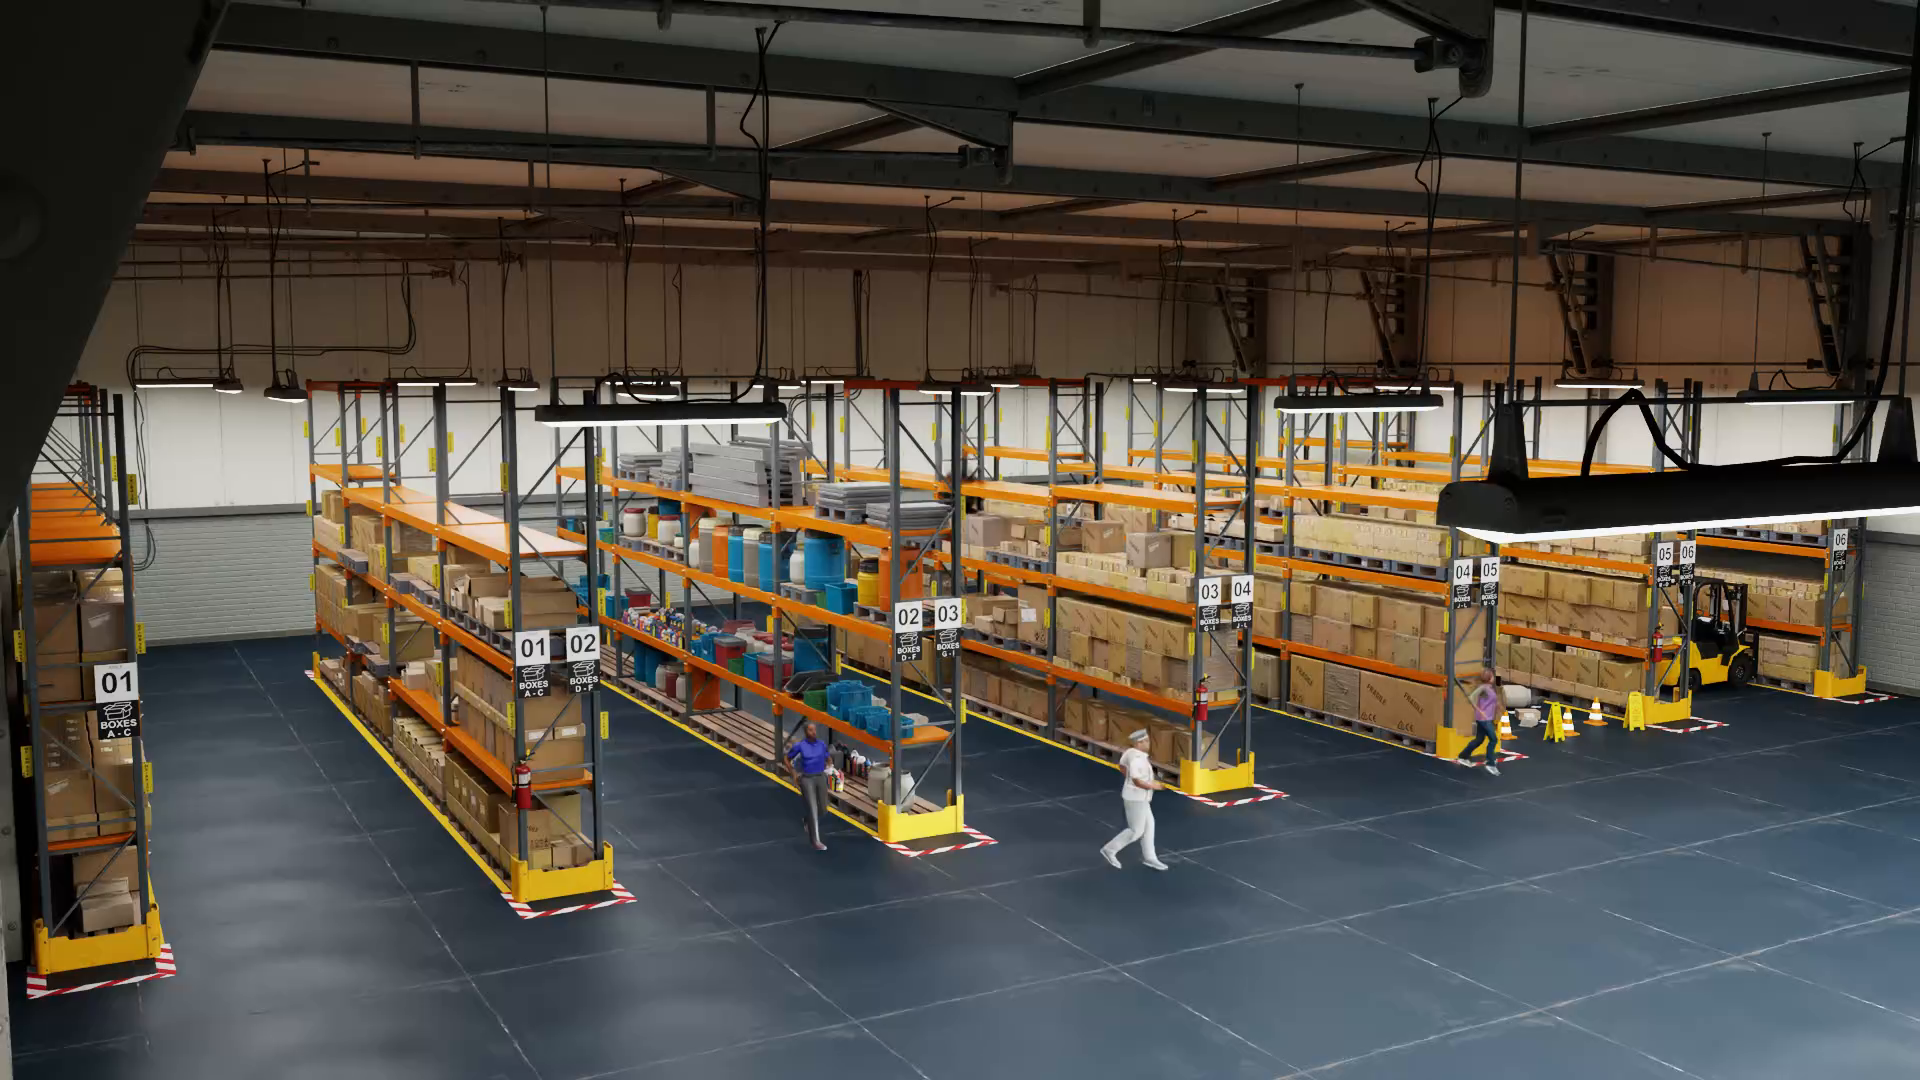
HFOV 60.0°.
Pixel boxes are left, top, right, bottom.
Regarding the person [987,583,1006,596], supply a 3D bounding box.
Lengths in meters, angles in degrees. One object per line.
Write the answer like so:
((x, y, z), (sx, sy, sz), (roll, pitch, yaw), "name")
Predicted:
((0.891, 1.020, 42.421), (0.848, 1.603, 0.651), (3, 7, 25), "person")

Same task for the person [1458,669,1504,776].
((8.073, 2.814, 25.736), (0.685, 1.625, 0.548), (3, 7, 26), "person")

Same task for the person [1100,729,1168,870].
((2.185, 3.246, 20.786), (0.866, 1.804, 0.686), (0, 6, 2), "person")

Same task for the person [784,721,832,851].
((-1.947, 3.200, 21.864), (0.608, 1.629, 0.825), (-4, 7, -31), "person")
